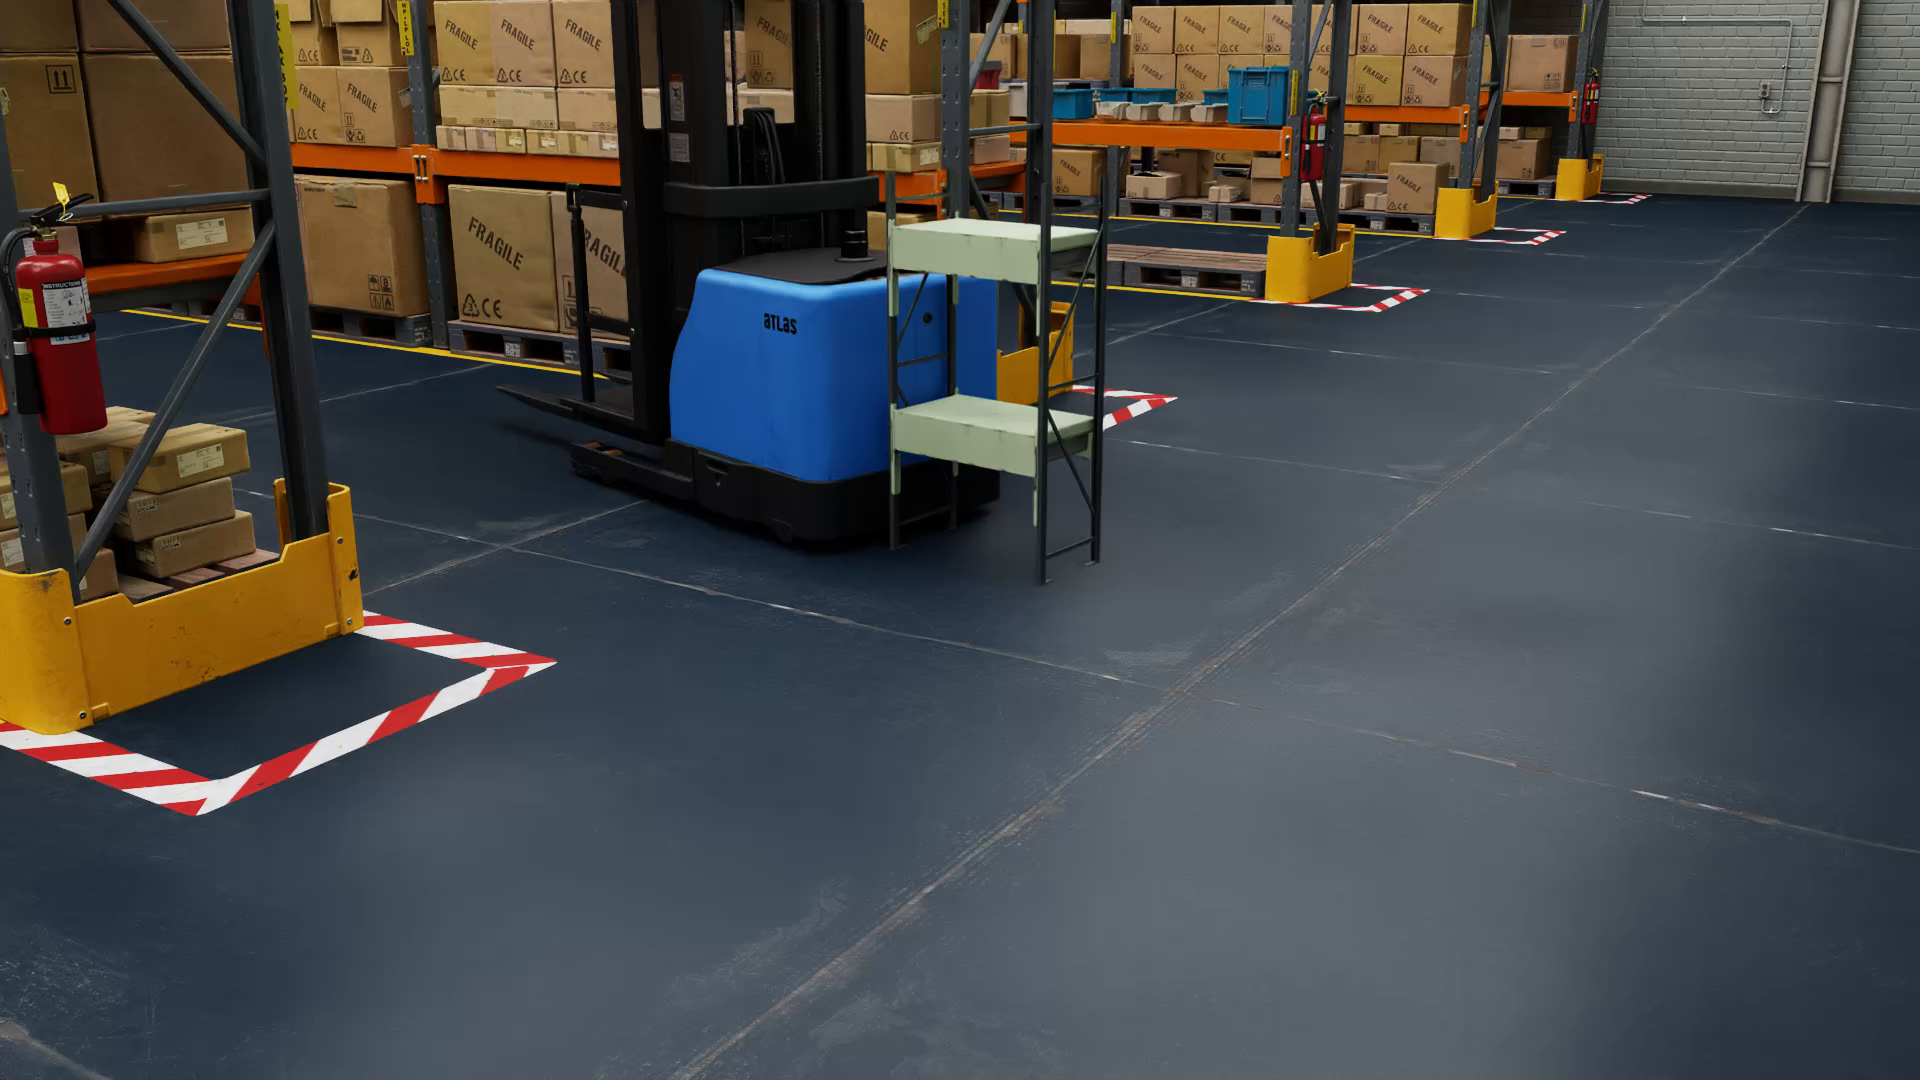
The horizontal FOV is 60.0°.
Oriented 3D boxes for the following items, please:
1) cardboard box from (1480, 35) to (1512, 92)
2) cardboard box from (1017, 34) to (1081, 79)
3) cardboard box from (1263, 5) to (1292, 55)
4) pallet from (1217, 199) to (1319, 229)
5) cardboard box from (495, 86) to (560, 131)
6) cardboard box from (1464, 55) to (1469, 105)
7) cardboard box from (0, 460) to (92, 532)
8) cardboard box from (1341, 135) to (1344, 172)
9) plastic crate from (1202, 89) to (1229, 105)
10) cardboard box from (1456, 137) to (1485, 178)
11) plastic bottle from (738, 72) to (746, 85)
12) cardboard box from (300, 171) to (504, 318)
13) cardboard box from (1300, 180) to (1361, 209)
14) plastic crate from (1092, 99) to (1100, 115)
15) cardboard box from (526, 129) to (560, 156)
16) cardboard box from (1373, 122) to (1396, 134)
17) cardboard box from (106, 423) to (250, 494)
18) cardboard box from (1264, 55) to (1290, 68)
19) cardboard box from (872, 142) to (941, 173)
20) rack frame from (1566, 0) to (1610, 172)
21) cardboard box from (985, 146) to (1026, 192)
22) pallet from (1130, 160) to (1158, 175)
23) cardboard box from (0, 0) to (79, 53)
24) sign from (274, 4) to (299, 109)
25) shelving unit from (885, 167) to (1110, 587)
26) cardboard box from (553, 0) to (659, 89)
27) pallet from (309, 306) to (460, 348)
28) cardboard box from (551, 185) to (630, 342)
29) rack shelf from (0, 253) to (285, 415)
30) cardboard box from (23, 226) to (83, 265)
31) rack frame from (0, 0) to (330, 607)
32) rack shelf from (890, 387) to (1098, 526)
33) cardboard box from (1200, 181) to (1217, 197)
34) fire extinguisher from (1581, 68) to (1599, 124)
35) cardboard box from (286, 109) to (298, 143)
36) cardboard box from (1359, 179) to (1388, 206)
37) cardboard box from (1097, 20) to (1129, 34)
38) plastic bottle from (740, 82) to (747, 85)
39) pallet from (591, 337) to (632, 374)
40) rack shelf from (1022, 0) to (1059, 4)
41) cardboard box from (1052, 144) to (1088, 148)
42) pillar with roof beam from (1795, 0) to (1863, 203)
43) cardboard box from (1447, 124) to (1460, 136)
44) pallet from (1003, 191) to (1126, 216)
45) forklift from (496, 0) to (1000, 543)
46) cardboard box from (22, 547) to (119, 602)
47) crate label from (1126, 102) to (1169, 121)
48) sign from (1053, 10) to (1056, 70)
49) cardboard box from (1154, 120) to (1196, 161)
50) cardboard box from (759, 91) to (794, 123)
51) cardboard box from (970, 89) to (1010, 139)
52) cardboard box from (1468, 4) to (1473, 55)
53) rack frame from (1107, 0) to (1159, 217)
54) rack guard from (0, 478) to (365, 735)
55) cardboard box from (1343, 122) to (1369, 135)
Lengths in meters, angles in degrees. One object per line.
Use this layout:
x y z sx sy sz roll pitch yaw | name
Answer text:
6.924 -6.224 21.695 0.700 0.700 0.980 10 20 30 | cardboard box
1.086 -5.744 19.735 0.500 0.500 0.700 14 22 39 | cardboard box
3.565 -5.429 17.700 0.500 0.500 0.500 11 20 32 | cardboard box
3.621 -3.654 18.549 1.213 0.211 1.003 10 20 30 | pallet
-2.511 -2.683 10.300 0.500 0.250 0.500 10 20 30 | cardboard box
5.161 -4.851 17.518 0.500 0.500 0.500 11 20 31 | cardboard box
-3.052 -0.144 5.352 0.250 0.149 0.380 10 20 31 | cardboard box
5.165 -5.372 22.983 0.500 0.500 0.700 10 20 31 | cardboard box
2.206 -3.612 13.796 0.300 0.233 0.416 10 20 30 | plastic crate
6.915 -5.060 21.958 0.500 0.500 0.700 10 20 30 | cardboard box
-2.085 -4.425 16.372 0.185 0.351 0.144 10 20 30 | plastic bottle
-3.751 -2.103 11.575 0.875 0.875 1.225 10 20 30 | cardboard box
4.015 -3.739 18.003 0.500 0.250 0.500 10 20 30 | cardboard box
1.038 -3.765 14.464 0.466 0.136 0.293 10 20 30 | plastic crate
-2.444 -2.459 10.247 0.250 0.149 0.380 10 19 29 | cardboard box
5.820 -5.634 22.730 0.250 0.149 0.380 9 19 28 | cardboard box
-2.737 -0.290 5.833 0.250 0.149 0.380 9 19 28 | cardboard box
3.581 -4.951 17.847 0.500 0.500 0.500 10 19 29 | cardboard box
-0.263 -2.070 8.967 0.250 0.149 0.380 11 20 31 | cardboard box
7.990 -5.898 21.136 0.127 3.000 1.000 10 20 30 | rack frame
0.578 -4.451 19.917 0.500 0.500 0.500 10 20 31 | cardboard box
2.841 -5.456 24.480 1.213 0.211 1.003 10 20 30 | pallet
-2.989 -1.681 4.850 0.500 0.500 0.500 10 19 29 | cardboard box
-2.185 -1.553 5.344 0.005 0.325 0.100 10 20 30 | sign
0.135 -0.652 6.447 0.755 1.500 0.431 13 21 37 | shelving unit
-2.060 -2.964 9.935 0.500 0.500 0.500 9 19 28 | cardboard box
-3.892 -1.590 11.754 1.213 0.211 1.003 10 20 30 | pallet
-1.908 -1.753 10.425 0.875 0.875 0.875 10 20 30 | cardboard box
-4.173 -0.964 6.133 4.000 0.370 1.077 10 20 30 | rack shelf
-2.894 -0.864 4.996 0.250 0.149 0.380 10 20 30 | cardboard box
-2.469 -1.004 5.027 0.127 3.000 1.000 10 20 30 | rack frame
0.135 -0.340 6.542 0.720 0.370 0.431 13 21 37 | rack shelf
2.977 -4.067 19.256 0.250 0.149 0.380 10 20 30 | cardboard box
7.877 -5.545 20.750 0.183 0.674 0.296 10 20 30 | fire extinguisher
-4.604 -3.032 11.530 0.500 0.500 0.500 10 19 29 | cardboard box
4.660 -3.794 18.185 0.500 0.250 0.500 10 20 30 | cardboard box
2.311 -7.384 24.019 0.500 0.250 0.500 10 20 30 | cardboard box
-1.964 -4.126 15.516 0.135 0.276 0.152 10 20 30 | plastic bottle
-1.545 -1.171 10.374 1.213 0.211 1.003 10 20 30 | pallet
2.877 -7.901 23.809 4.000 0.370 1.077 10 20 30 | rack shelf
1.247 -4.506 20.097 0.500 0.500 0.500 10 20 31 | cardboard box
8.490 -7.506 16.107 0.400 9.000 9.100 10 20 30 | pillar with roof beam
6.690 -5.479 22.219 0.250 0.149 0.380 10 20 31 | cardboard box
1.279 -4.059 19.880 1.213 0.211 1.003 10 20 30 | pallet
-1.189 -1.744 7.581 1.130 2.935 3.031 -15 22 -40 | forklift
-3.026 0.130 5.474 0.250 0.149 0.380 11 20 31 | cardboard box
1.526 -3.510 13.625 0.243 0.136 0.396 10 20 30 | crate label
0.509 -2.806 9.332 0.005 0.325 0.100 10 20 30 | sign
3.201 -5.880 24.053 0.750 0.750 0.750 11 20 32 | cardboard box
-0.771 -2.373 9.280 0.500 0.250 0.500 10 19 29 | cardboard box
-0.055 -2.428 9.459 0.500 0.250 0.500 10 19 29 | cardboard box
5.161 -5.329 17.373 0.500 0.500 0.500 11 20 32 | cardboard box
1.992 -5.279 19.098 0.127 3.000 1.000 10 20 30 | rack frame
-2.533 0.180 5.428 0.348 0.500 1.175 10 20 30 | rack guard
5.361 -5.585 22.569 0.250 0.149 0.380 11 20 32 | cardboard box
